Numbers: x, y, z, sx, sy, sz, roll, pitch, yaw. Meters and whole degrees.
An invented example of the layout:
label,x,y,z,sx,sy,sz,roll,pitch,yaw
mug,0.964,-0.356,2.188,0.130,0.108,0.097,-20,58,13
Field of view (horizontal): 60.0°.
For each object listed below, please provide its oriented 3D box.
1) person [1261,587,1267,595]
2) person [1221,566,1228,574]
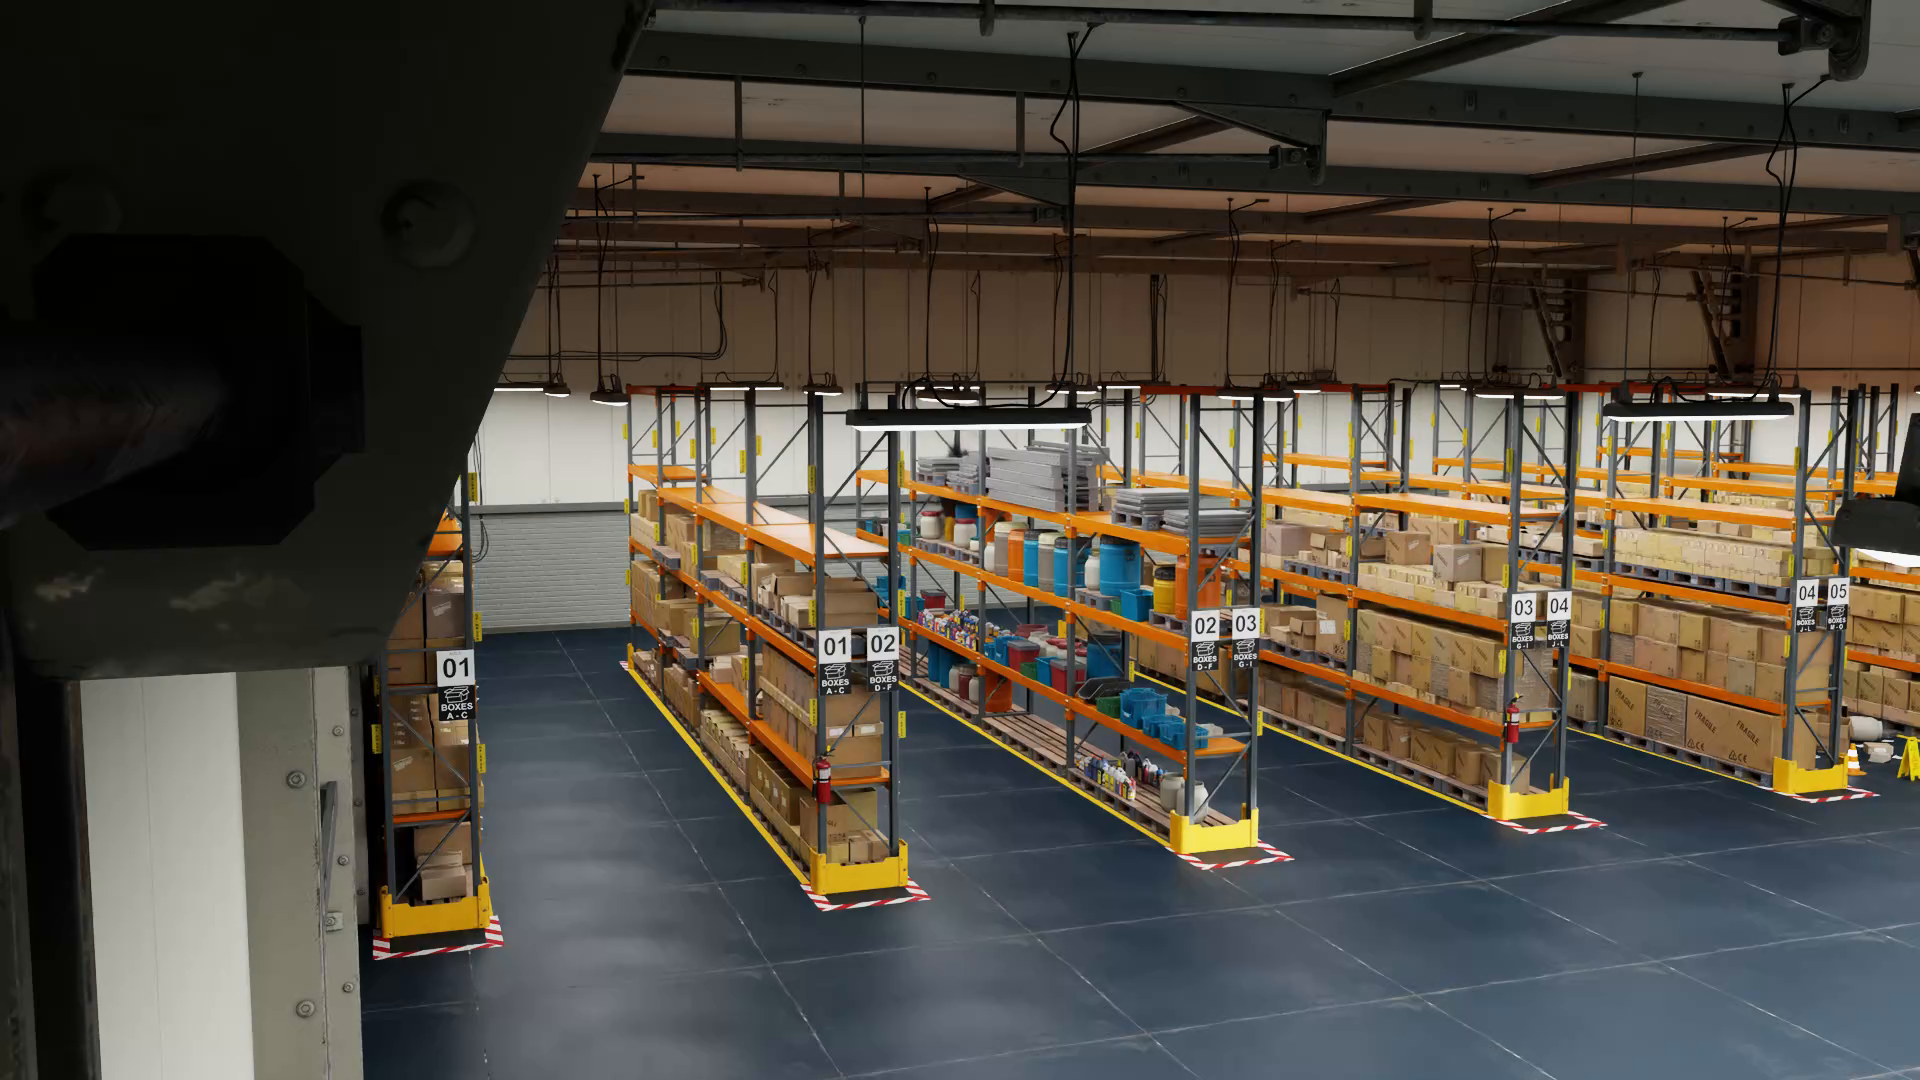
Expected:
label,x,y,z,sx,sy,sz,roll,pitch,yaw
person,7.435,1.193,41.508,0.553,1.697,0.752,2,6,19
person,6.104,1.464,38.978,0.698,1.750,0.811,0,6,3
